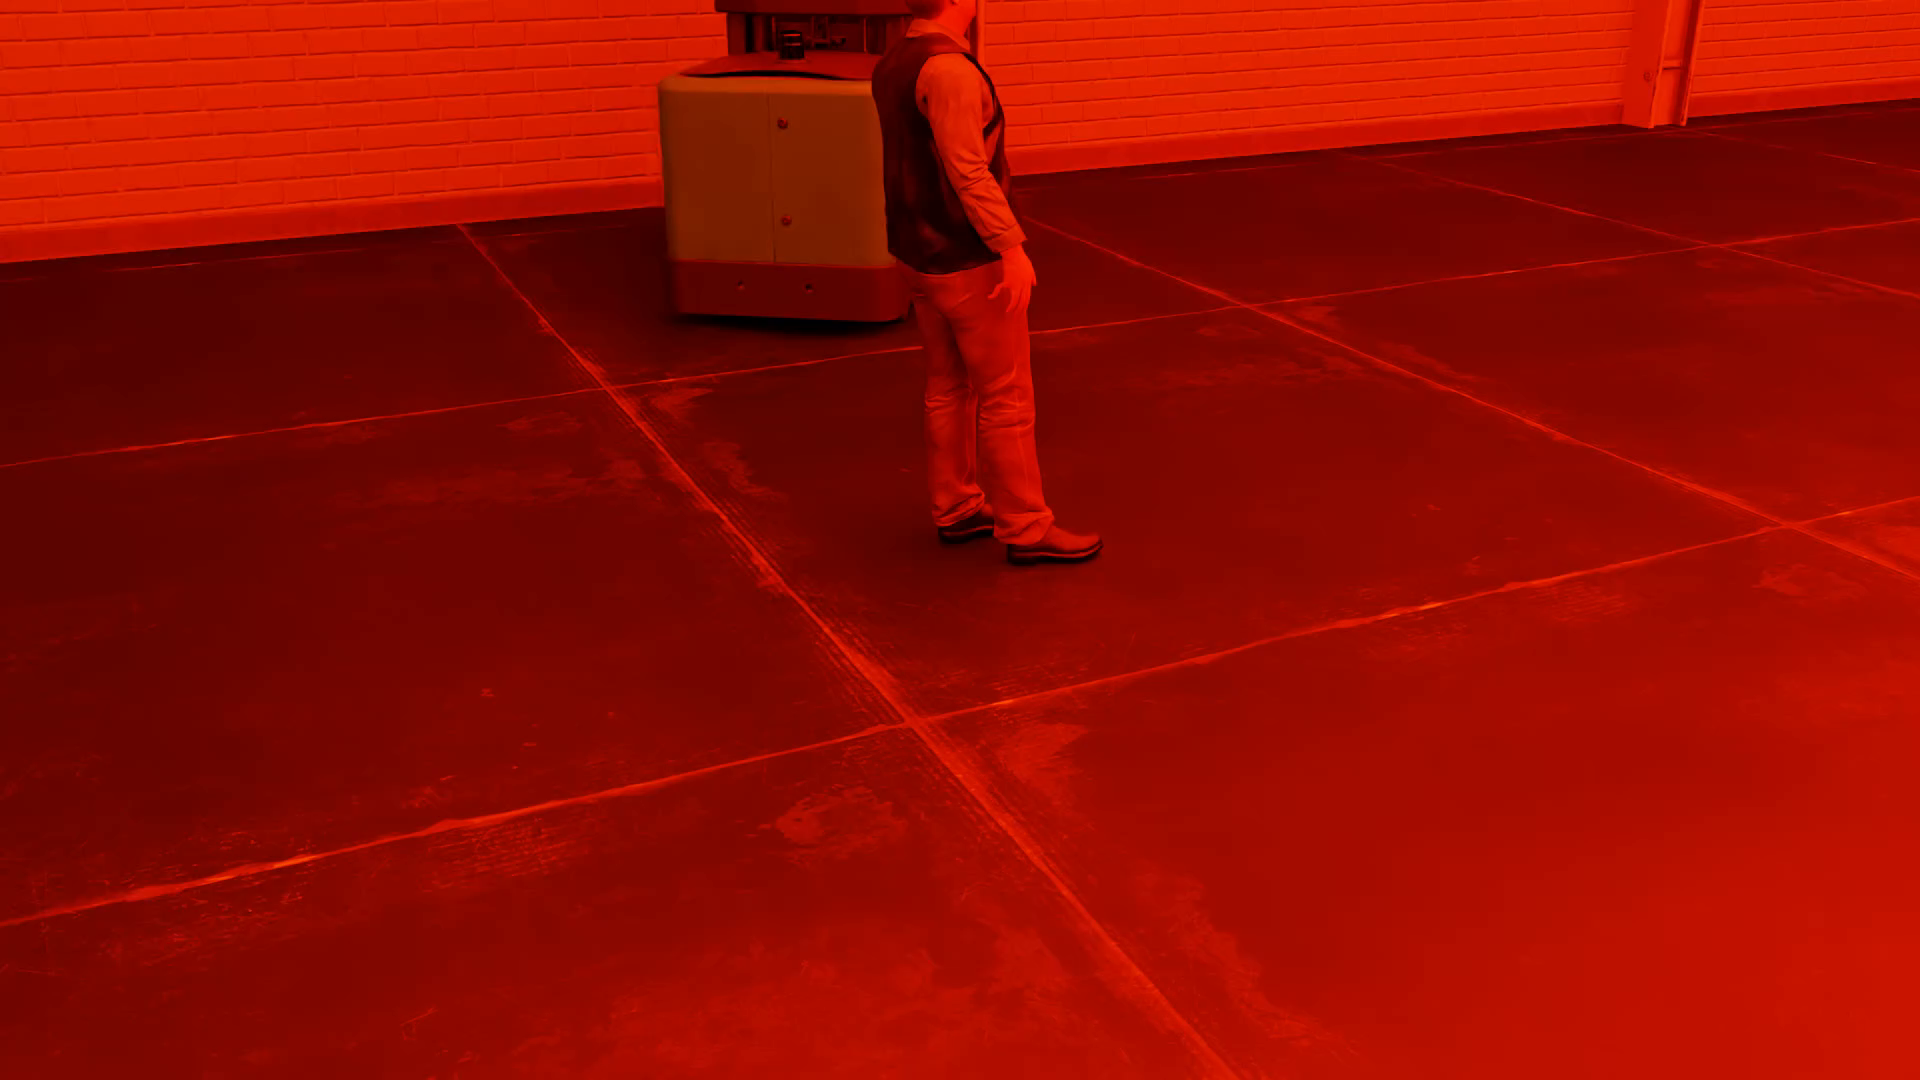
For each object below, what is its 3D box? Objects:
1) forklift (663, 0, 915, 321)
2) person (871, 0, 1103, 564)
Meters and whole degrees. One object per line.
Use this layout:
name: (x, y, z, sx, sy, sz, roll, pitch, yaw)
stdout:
forklift: (-0.567, -2.829, 8.097, 1.130, 2.935, 3.031, 3, 23, 7)
person: (0.059, -0.809, 4.791, 0.568, 1.720, 0.632, -10, 25, -23)
